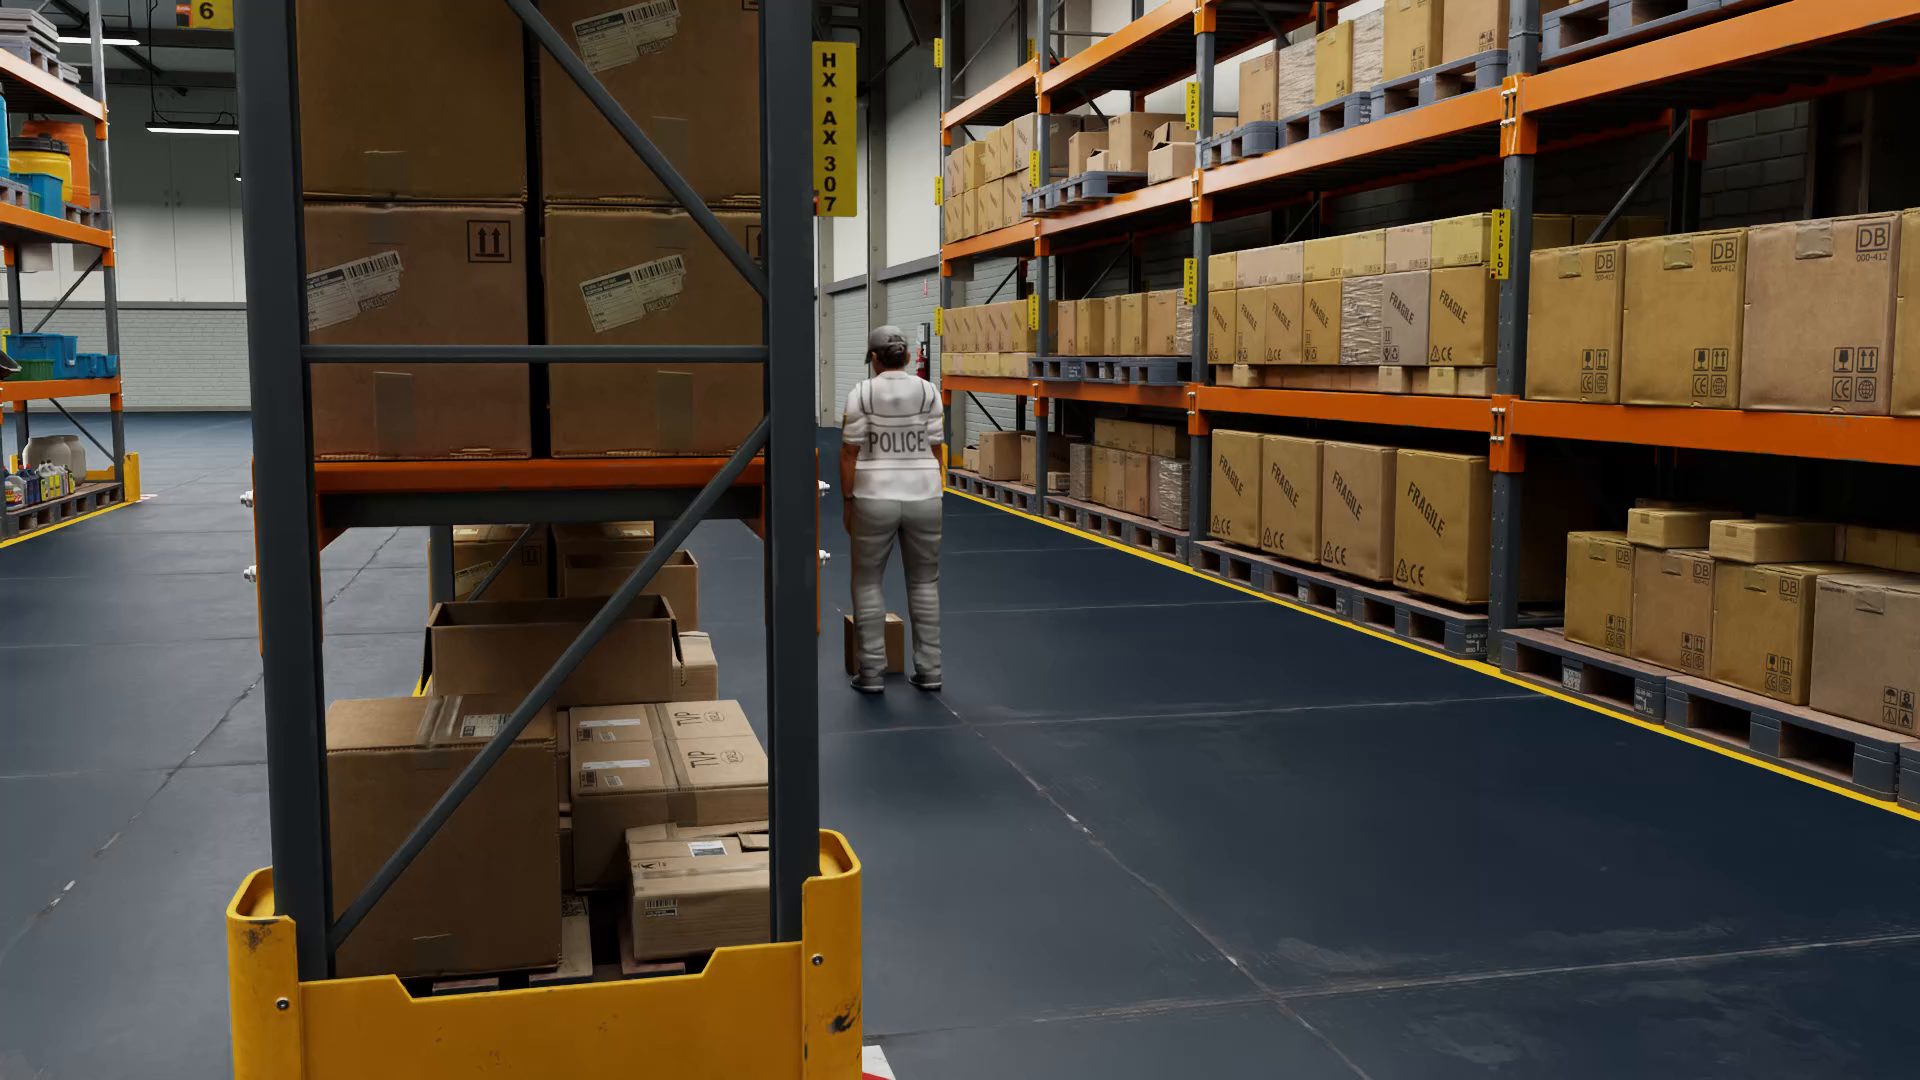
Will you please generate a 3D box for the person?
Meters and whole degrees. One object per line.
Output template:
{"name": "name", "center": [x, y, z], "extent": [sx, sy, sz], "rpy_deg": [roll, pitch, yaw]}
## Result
{"name": "person", "center": [-0.312, -0.139, 7.531], "extent": [0.474, 1.654, 0.389], "rpy_deg": [-2, 6, -14]}
